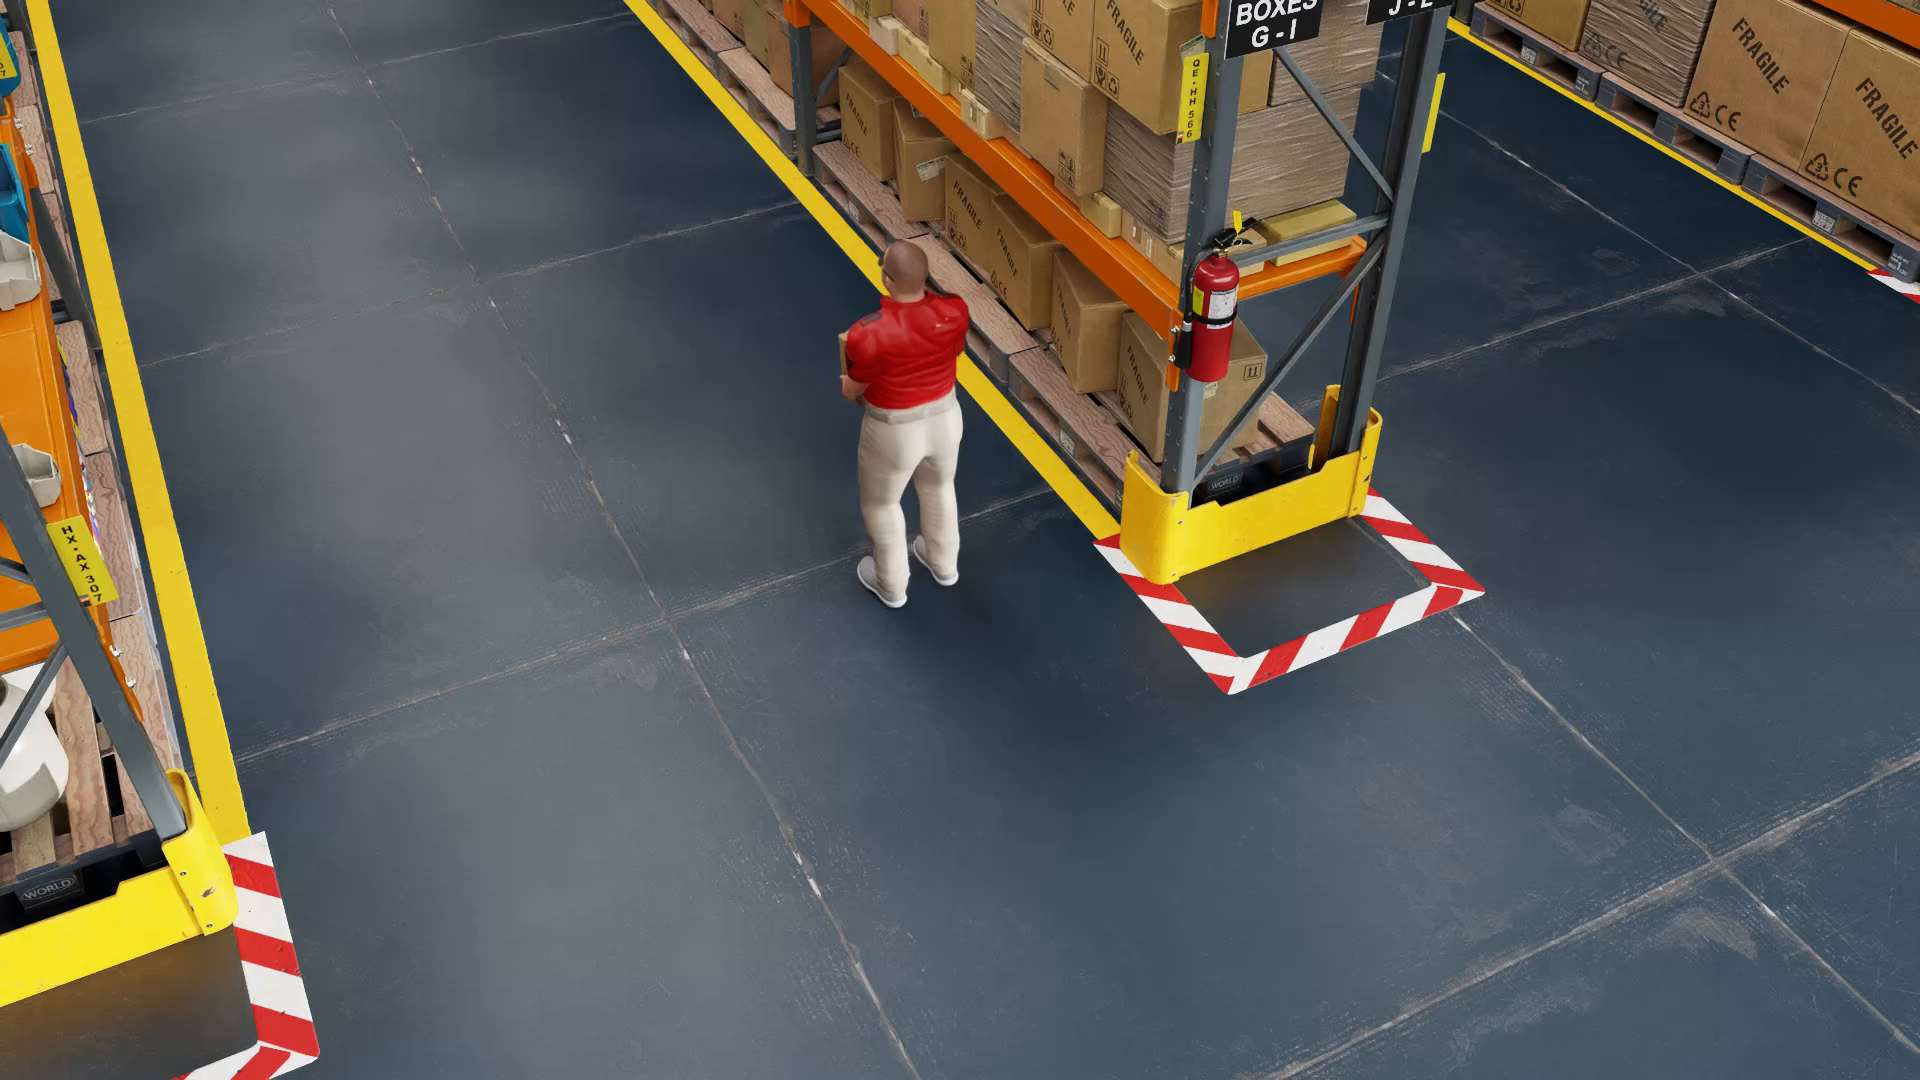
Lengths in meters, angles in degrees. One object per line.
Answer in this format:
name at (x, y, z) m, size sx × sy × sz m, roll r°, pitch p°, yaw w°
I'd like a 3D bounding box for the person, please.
person at (-0.251, -0.509, 6.755) m, size 0.514 × 1.725 × 0.530 m, roll -19°, pitch 44°, yaw -21°
